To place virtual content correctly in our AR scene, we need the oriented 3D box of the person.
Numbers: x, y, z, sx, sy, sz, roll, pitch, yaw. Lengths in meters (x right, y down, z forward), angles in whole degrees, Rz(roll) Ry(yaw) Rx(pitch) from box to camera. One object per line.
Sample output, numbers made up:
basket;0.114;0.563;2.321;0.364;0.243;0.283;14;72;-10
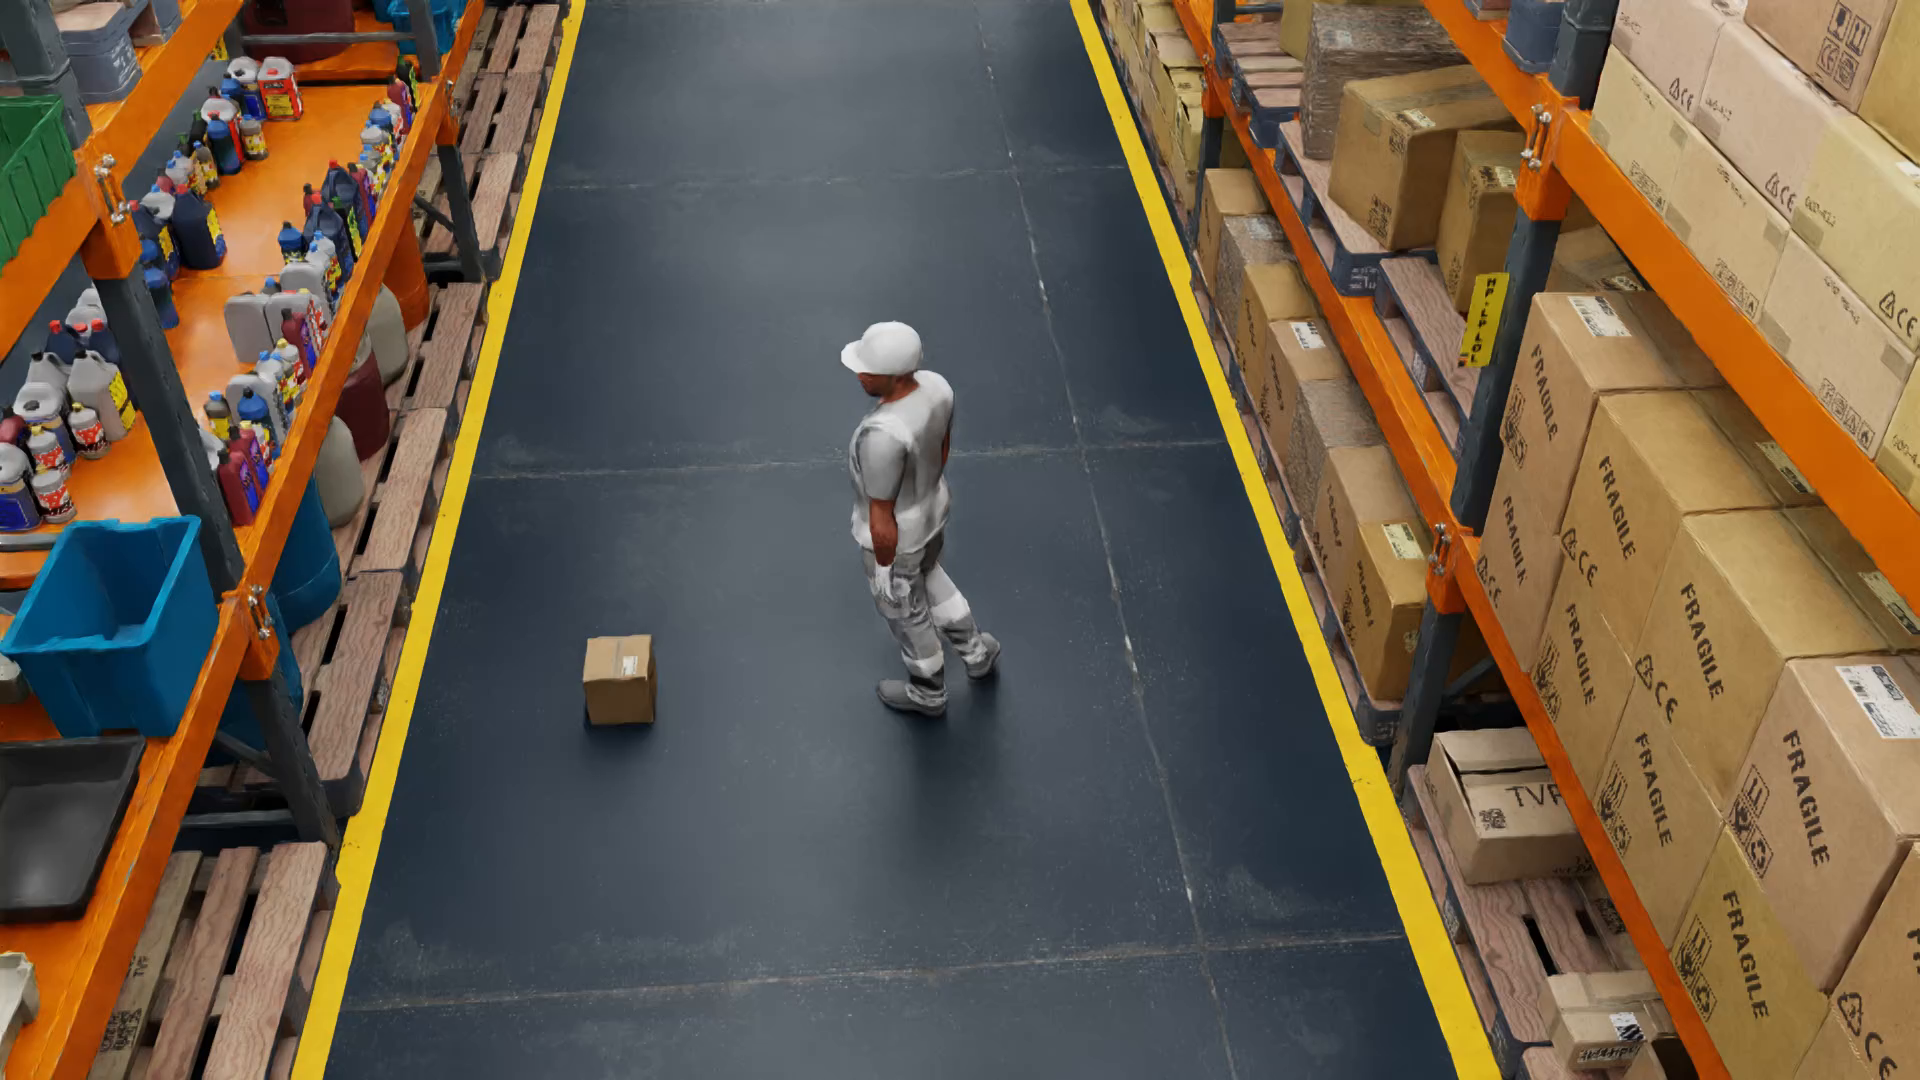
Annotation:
person;-0.137;-0.069;6.192;0.456;1.781;0.710;19;43;22
